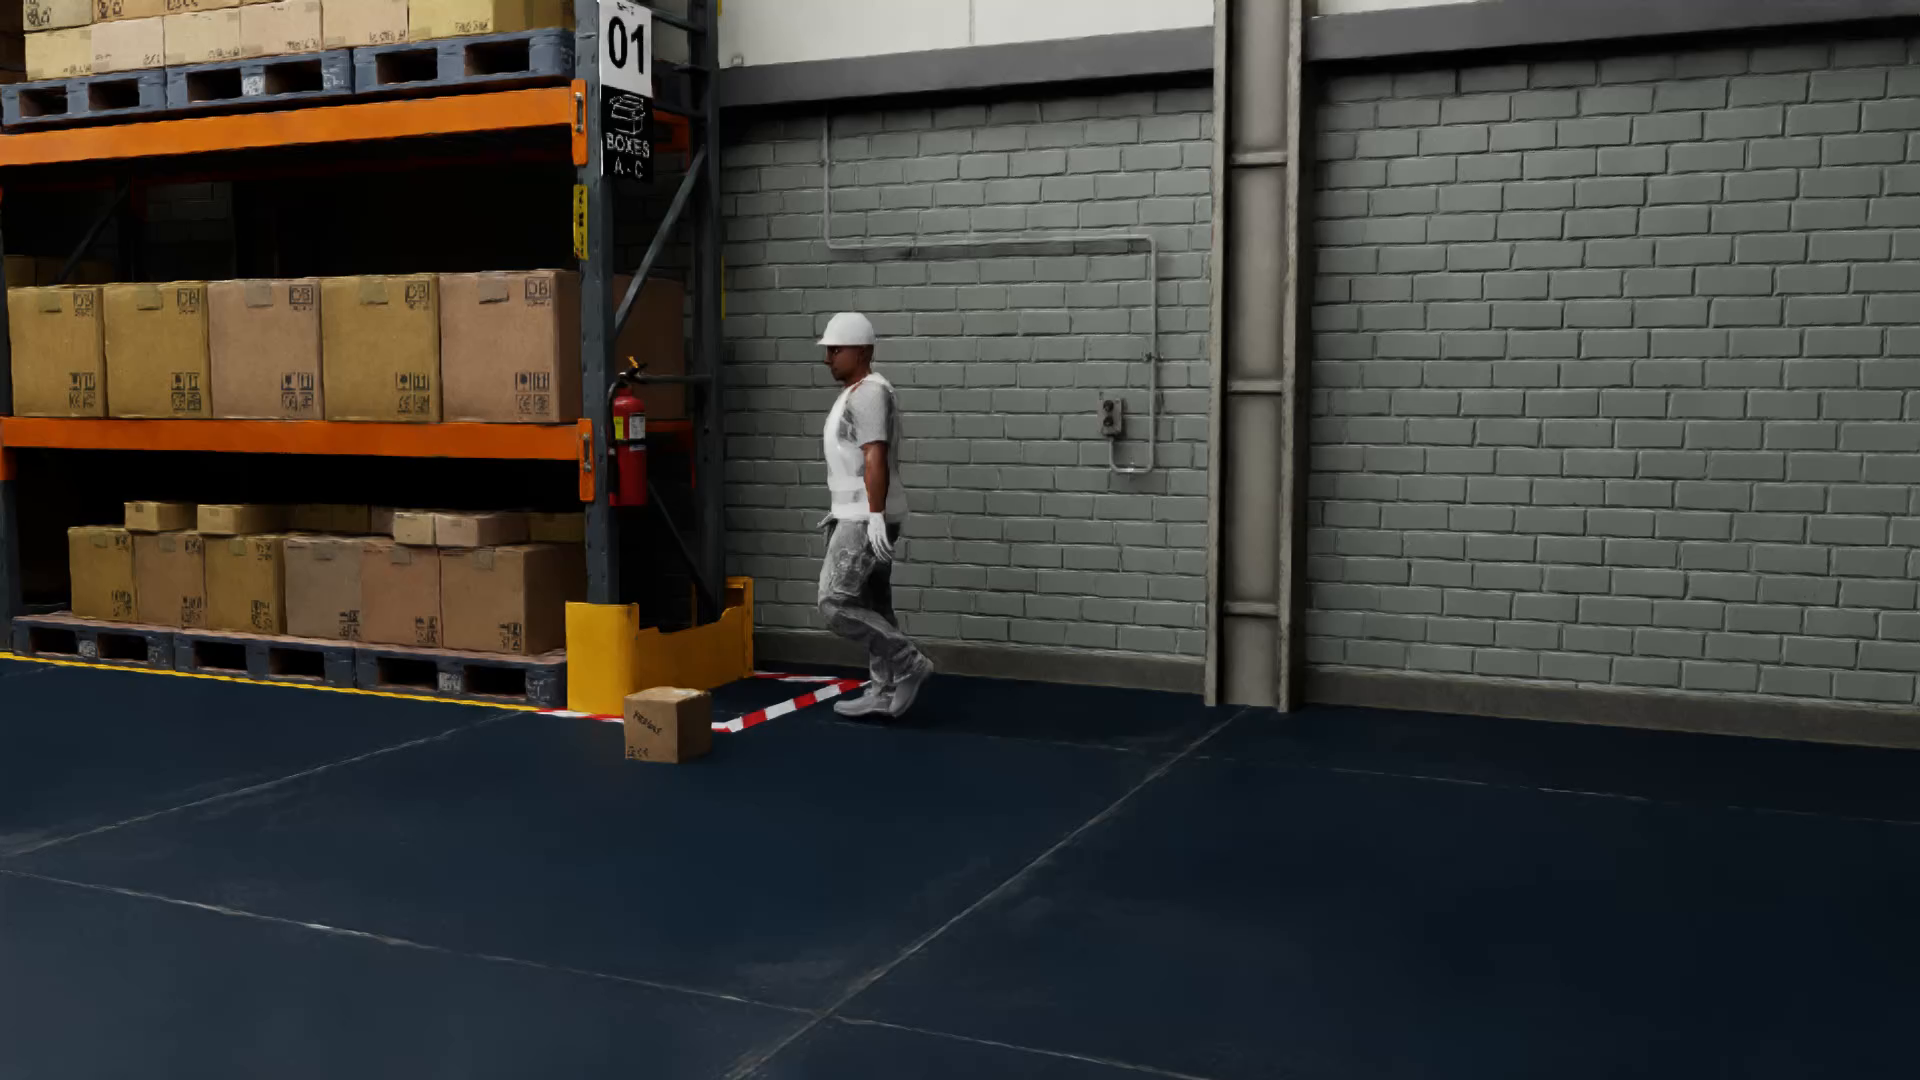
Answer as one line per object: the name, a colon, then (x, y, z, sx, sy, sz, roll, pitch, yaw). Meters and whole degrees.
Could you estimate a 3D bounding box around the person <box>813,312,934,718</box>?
person: (-0.371, -0.088, 7.160, 0.511, 1.771, 0.712, -1, 6, -5)
